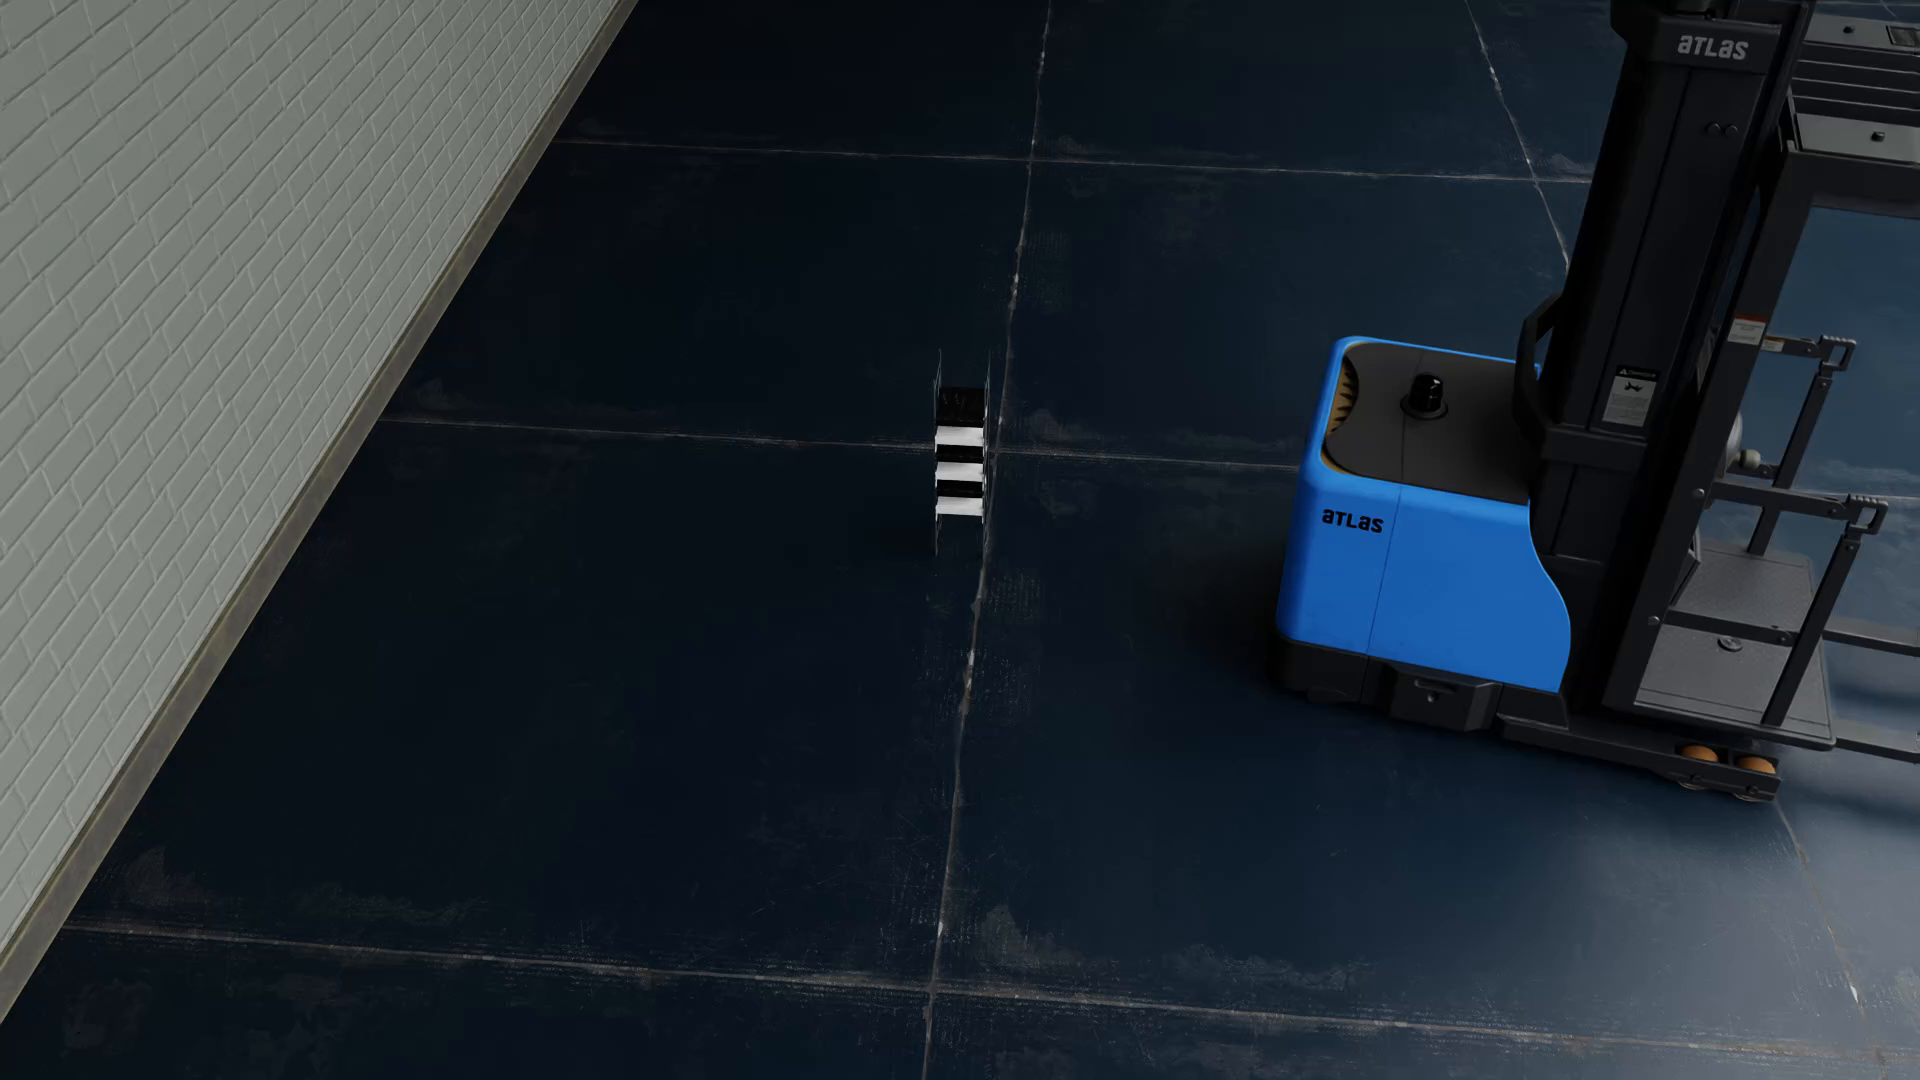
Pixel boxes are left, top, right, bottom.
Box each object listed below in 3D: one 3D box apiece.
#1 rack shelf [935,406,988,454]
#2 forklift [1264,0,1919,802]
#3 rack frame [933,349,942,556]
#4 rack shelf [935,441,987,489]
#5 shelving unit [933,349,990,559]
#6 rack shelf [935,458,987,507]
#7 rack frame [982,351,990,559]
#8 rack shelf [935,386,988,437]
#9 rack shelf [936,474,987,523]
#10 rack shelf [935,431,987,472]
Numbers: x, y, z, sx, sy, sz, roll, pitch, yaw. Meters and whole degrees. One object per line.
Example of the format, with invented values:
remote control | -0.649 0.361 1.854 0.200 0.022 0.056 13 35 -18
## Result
rack shelf | 0.008 -0.462 6.873 0.200 0.077 0.258 3 39 4
forklift | 2.766 -0.559 5.615 3.031 2.935 1.130 11 40 13
rack frame | -0.093 -0.354 6.972 0.006 0.900 0.240 3 39 4
rack shelf | 0.008 -0.323 6.986 0.200 0.077 0.258 3 39 4
shelving unit | 0.008 -0.349 6.965 0.210 0.900 0.258 3 39 4
rack shelf | 0.008 -0.253 7.043 0.200 0.077 0.258 3 39 4
rack frame | 0.109 -0.343 6.959 0.006 0.900 0.240 3 39 4
rack shelf | 0.008 -0.532 6.816 0.200 0.077 0.258 3 39 4
rack shelf | 0.008 -0.183 7.100 0.200 0.077 0.258 3 39 4
rack shelf | 0.008 -0.393 6.930 0.200 0.077 0.258 3 39 4
